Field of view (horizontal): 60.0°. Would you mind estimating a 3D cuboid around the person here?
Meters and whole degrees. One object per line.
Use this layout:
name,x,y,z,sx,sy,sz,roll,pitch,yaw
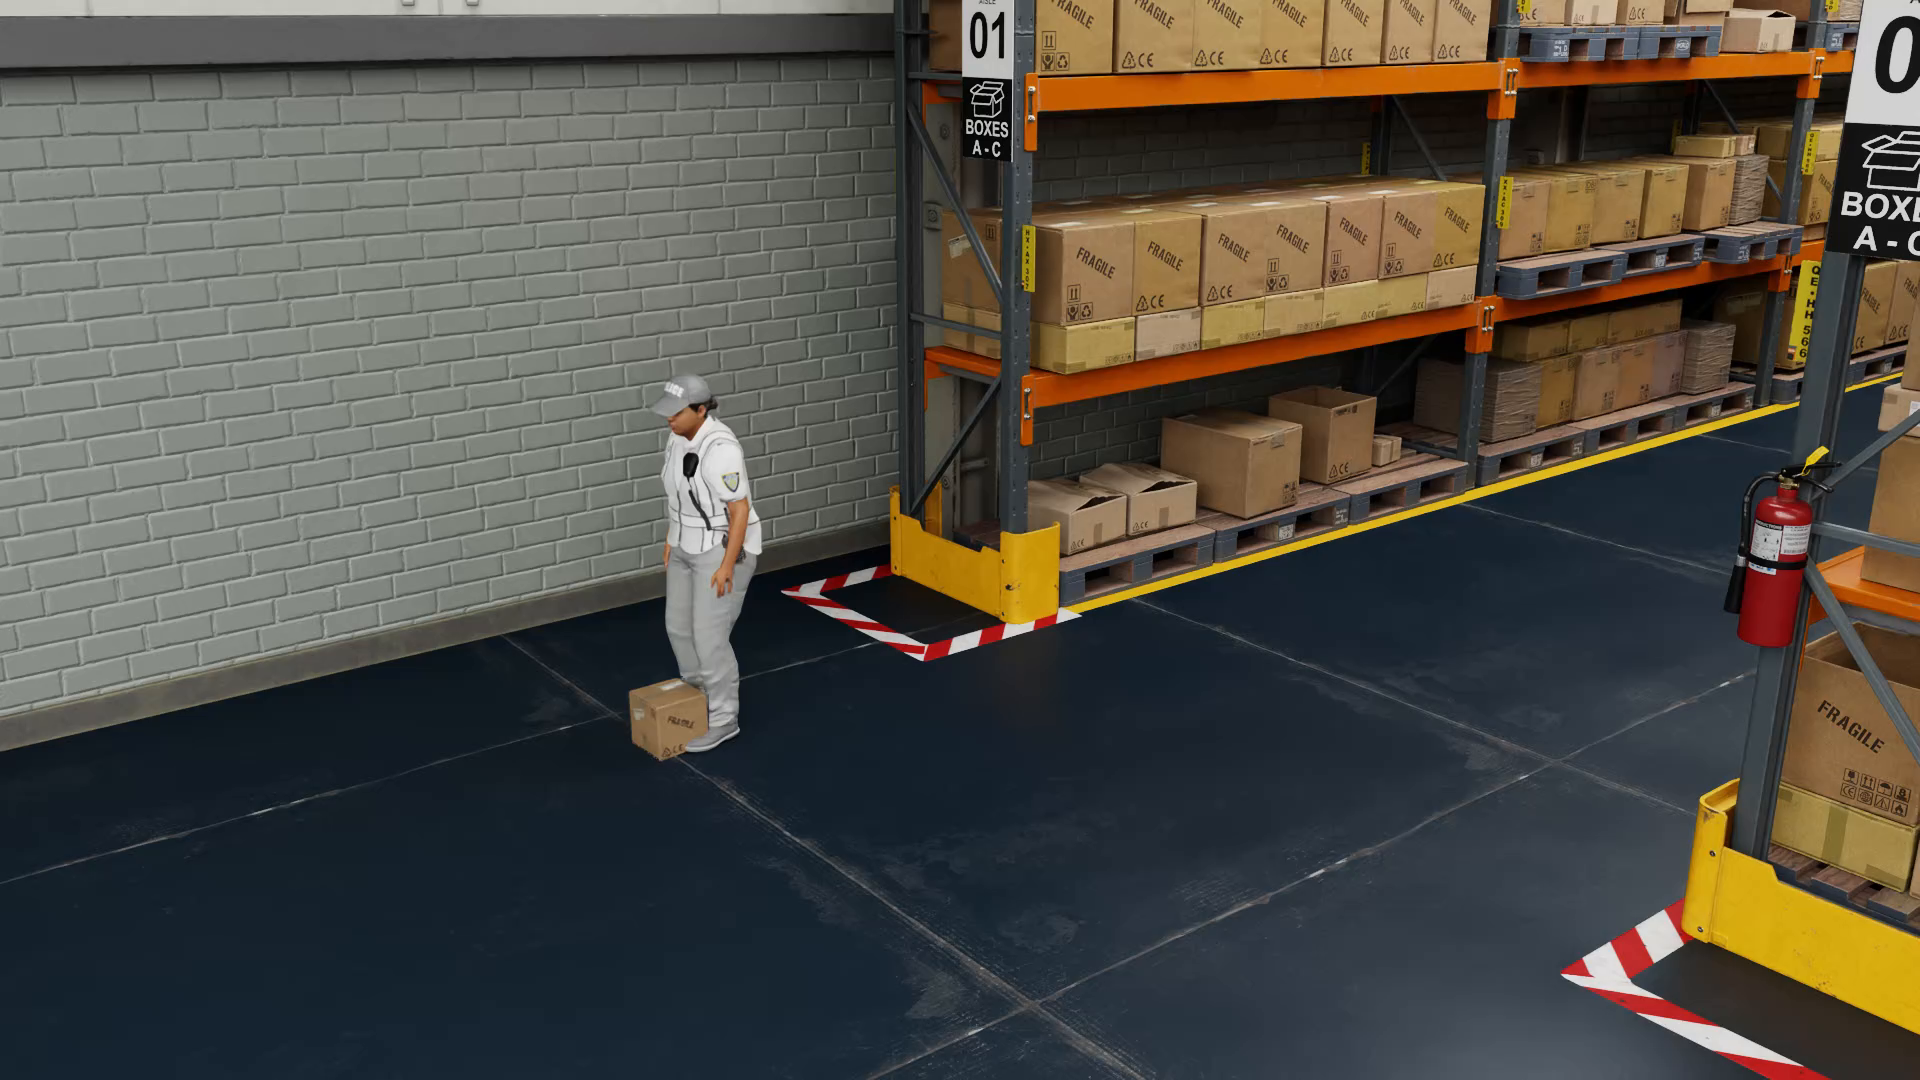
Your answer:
person,-1.135,0.073,7.315,0.461,1.666,0.538,-15,23,-38
